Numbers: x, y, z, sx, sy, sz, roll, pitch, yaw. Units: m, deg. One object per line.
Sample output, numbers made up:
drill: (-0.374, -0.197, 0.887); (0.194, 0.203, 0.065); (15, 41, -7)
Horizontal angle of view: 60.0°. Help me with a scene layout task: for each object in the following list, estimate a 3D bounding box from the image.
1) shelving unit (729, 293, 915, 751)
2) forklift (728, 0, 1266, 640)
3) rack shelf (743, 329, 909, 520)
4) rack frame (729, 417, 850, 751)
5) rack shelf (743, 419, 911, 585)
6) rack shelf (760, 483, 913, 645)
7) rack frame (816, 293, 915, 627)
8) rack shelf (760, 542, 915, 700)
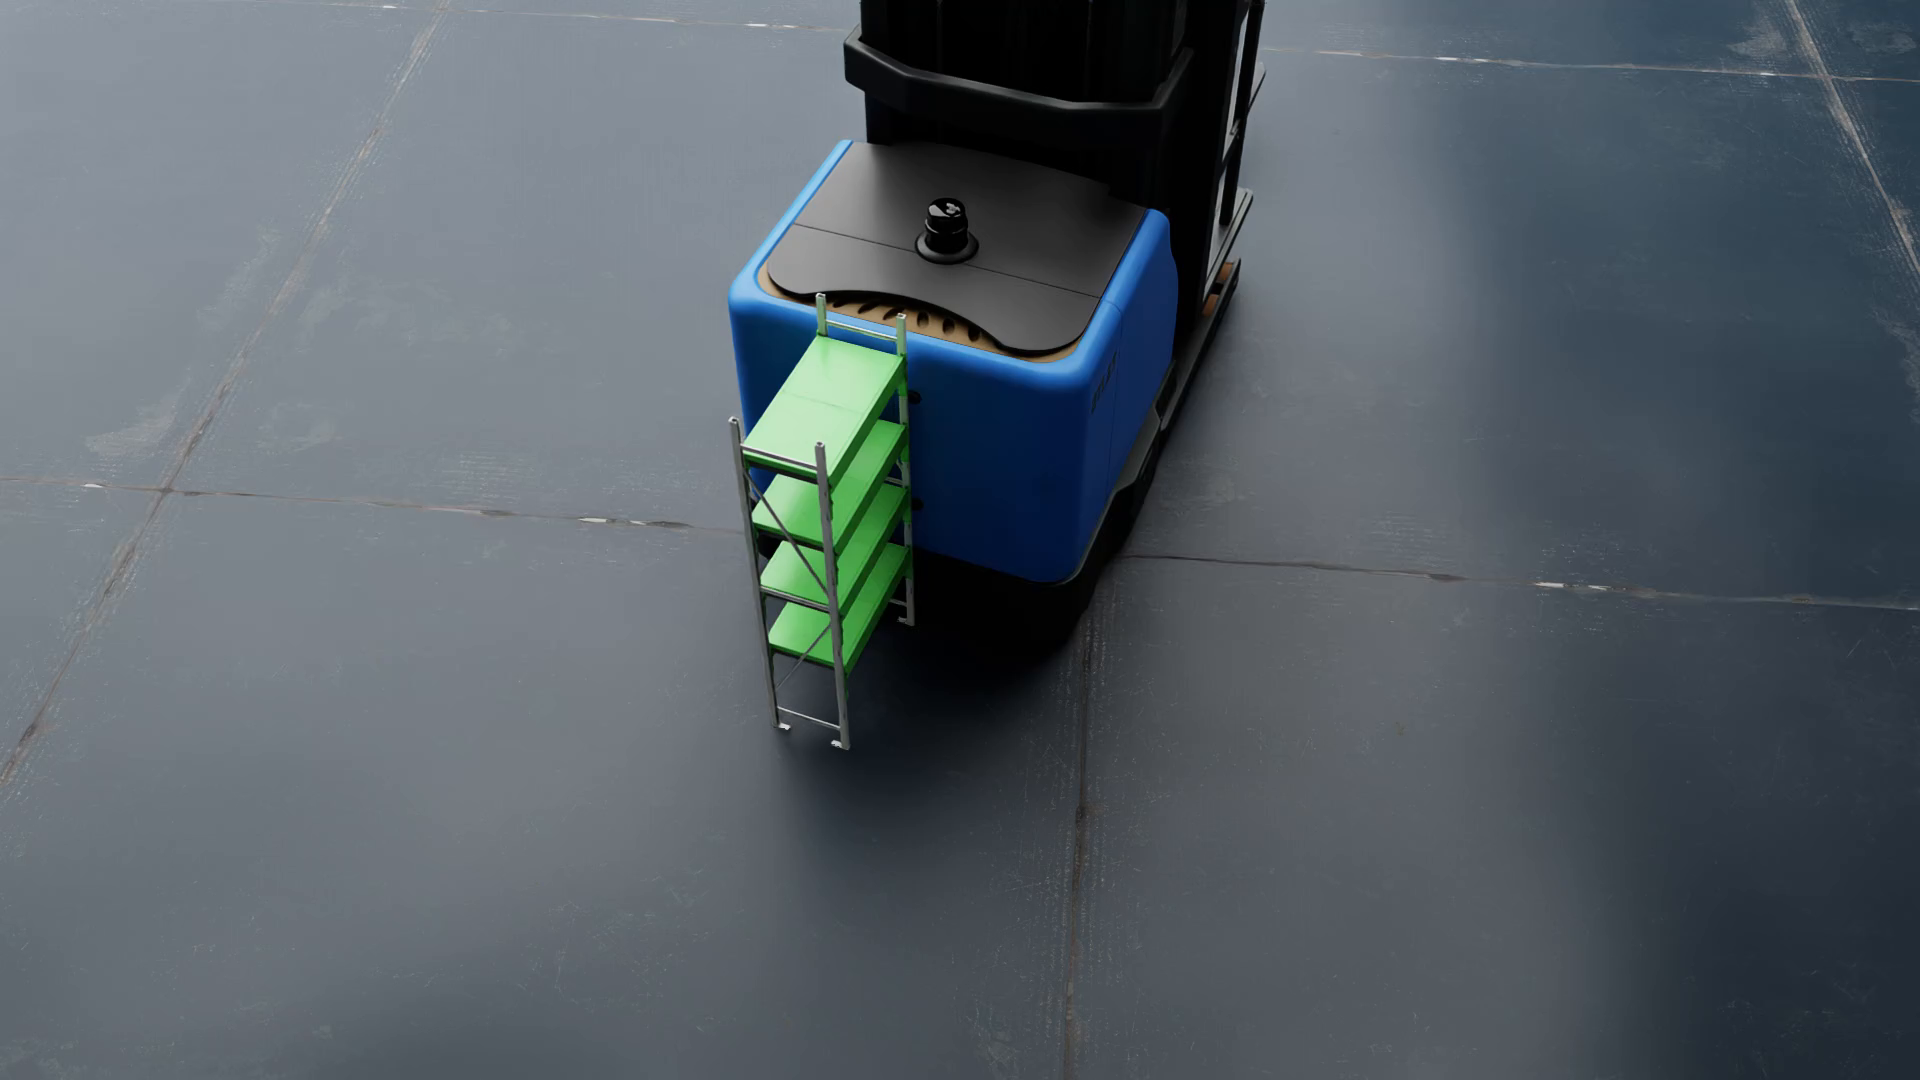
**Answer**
shelving unit: (-0.337, -0.013, 4.449); (0.258, 1.200, 0.503); (16, 50, 14)
forklift: (0.367, -1.805, 4.914); (1.130, 2.935, 3.031); (16, 50, 14)
rack shelf: (-0.337, -0.294, 4.142); (0.258, 0.148, 0.480); (16, 50, 14)
rack frame: (-0.425, 0.154, 4.296); (0.240, 1.200, 0.015); (16, 50, 14)
rack shelf: (-0.337, -0.132, 4.319); (0.258, 0.148, 0.480); (16, 50, 14)
rack shelf: (-0.337, 0.030, 4.496); (0.258, 0.148, 0.480); (16, 50, 14)
rack frame: (-0.249, -0.181, 4.603); (0.240, 1.200, 0.015); (16, 50, 14)
rack shelf: (-0.337, 0.192, 4.673); (0.258, 0.148, 0.480); (16, 50, 14)
